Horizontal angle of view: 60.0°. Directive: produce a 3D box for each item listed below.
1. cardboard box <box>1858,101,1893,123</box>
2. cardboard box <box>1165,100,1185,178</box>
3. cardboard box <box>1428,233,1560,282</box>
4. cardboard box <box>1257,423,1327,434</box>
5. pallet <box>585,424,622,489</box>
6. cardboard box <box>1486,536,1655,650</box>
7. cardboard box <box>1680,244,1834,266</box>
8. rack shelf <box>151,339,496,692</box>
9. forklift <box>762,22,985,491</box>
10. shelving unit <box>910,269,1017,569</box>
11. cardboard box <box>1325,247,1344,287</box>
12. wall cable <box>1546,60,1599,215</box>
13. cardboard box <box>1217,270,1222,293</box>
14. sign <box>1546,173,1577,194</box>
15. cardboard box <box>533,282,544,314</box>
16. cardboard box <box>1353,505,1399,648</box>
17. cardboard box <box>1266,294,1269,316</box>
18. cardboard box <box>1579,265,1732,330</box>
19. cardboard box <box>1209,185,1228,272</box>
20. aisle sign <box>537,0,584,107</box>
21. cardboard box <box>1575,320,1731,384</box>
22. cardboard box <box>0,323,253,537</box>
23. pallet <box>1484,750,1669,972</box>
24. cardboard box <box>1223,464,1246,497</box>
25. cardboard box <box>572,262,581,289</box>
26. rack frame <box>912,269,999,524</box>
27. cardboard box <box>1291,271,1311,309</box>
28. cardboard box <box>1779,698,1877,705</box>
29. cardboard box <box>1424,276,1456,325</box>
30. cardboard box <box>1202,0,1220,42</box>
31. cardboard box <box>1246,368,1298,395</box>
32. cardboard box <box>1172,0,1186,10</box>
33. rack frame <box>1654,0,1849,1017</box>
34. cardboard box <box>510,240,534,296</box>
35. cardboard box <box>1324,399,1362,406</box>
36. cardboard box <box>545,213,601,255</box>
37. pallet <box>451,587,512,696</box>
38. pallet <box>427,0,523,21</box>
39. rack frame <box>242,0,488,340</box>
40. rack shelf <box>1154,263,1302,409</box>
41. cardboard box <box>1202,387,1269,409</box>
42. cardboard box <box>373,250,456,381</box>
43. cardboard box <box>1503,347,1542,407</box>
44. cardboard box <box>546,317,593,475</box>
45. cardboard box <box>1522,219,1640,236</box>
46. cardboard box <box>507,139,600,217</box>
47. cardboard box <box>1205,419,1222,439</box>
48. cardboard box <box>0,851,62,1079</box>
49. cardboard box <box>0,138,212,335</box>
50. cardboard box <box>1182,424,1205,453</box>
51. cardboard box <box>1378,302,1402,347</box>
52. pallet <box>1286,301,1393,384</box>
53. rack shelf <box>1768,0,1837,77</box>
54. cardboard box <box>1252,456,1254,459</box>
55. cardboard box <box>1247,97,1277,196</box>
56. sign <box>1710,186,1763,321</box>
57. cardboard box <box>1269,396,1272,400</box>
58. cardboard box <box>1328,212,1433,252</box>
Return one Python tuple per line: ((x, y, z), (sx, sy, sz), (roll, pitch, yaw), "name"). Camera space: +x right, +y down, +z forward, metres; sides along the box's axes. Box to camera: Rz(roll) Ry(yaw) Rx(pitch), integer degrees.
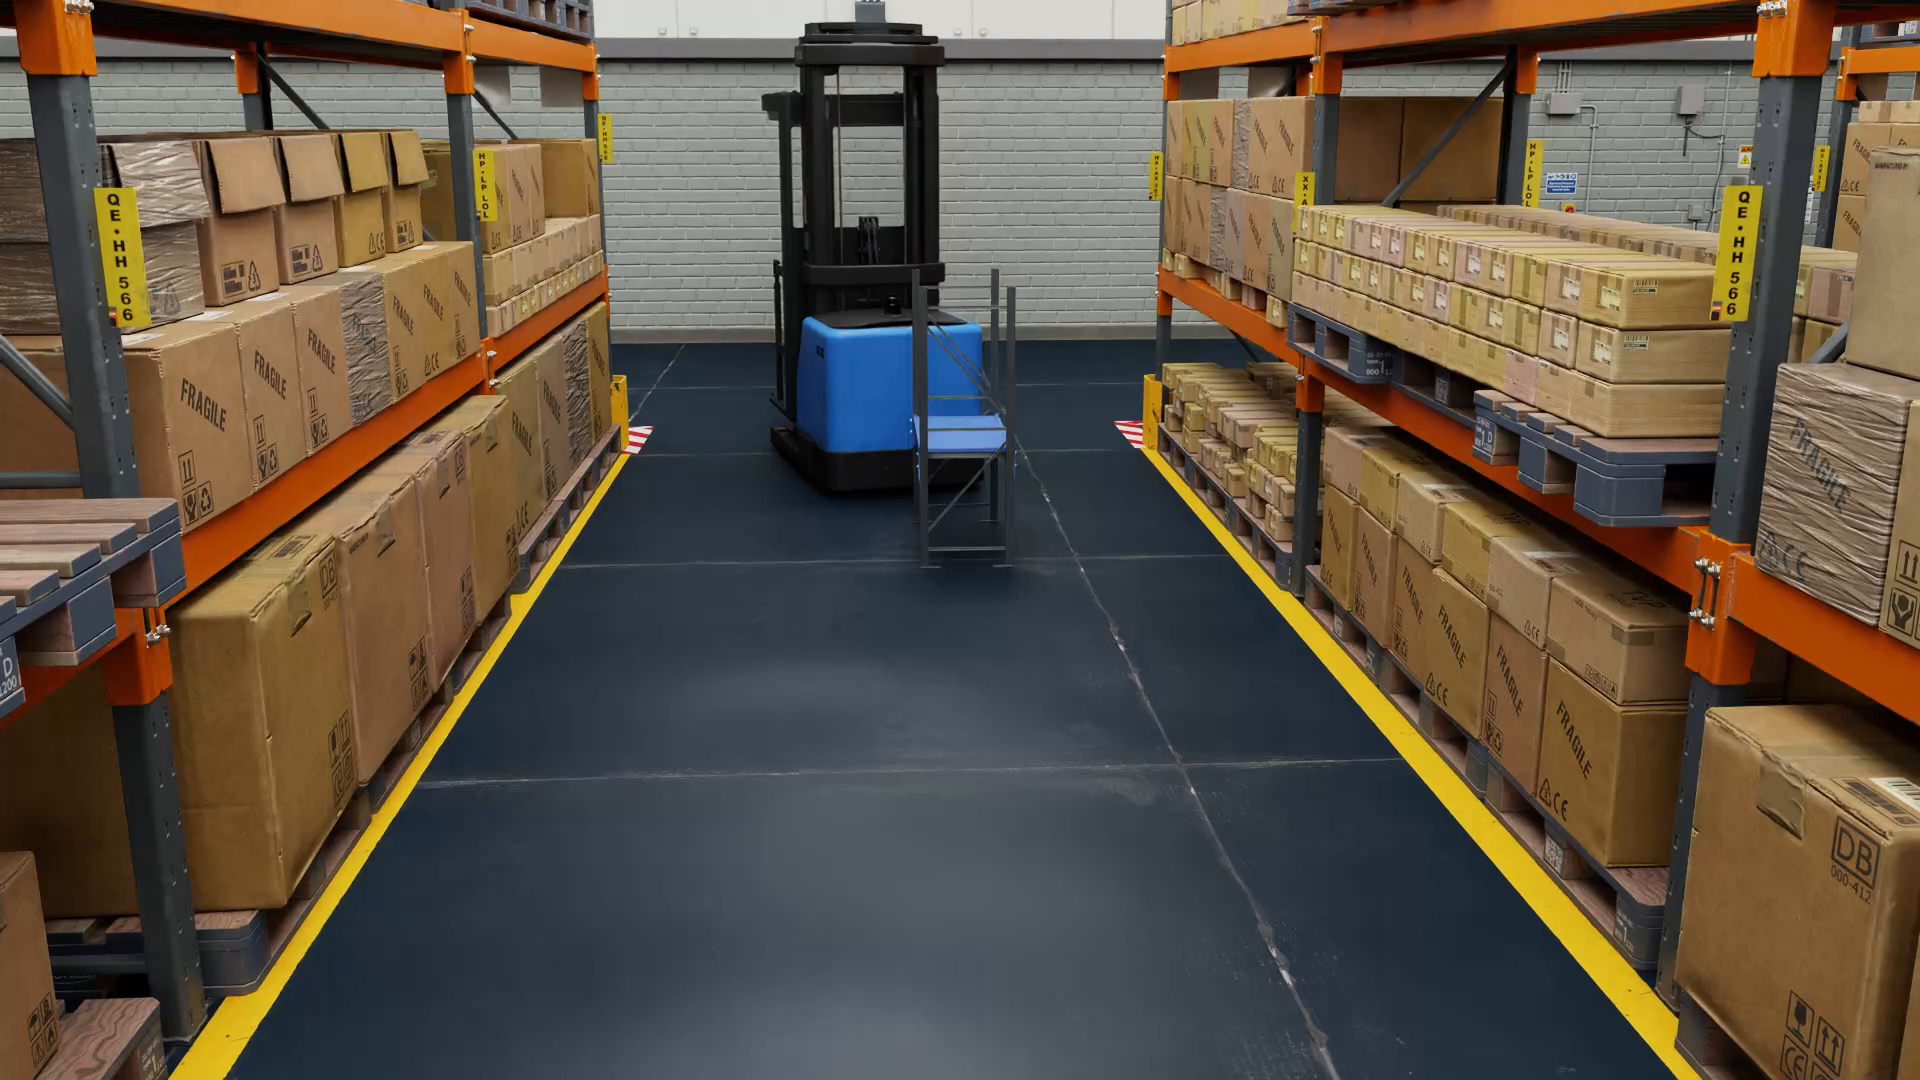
((6.618, -3.030, 11.773), (0.380, 0.149, 0.250), (-1, 14, -2), "cardboard box")
((1.701, -2.735, 11.332), (0.500, 0.500, 0.500), (-1, 14, -4), "cardboard box")
((1.867, -0.991, 5.824), (0.380, 0.149, 0.250), (0, 14, -1), "cardboard box")
((1.887, -0.565, 9.387), (0.380, 0.149, 0.250), (0, 14, -2), "cardboard box")
((-2.891, -0.574, 11.335), (1.003, 0.211, 1.213), (-1, 14, -3), "pallet")
((2.087, 0.168, 5.522), (0.500, 0.250, 0.500), (-1, 14, -3), "cardboard box")
((2.552, -0.866, 5.339), (0.380, 0.149, 0.250), (-1, 15, -6), "cardboard box")
((-2.647, -0.282, 6.046), (1.077, 0.370, 4.000), (-1, 14, -3), "rack shelf")
((-0.747, -2.052, 11.621), (1.130, 2.935, 3.031), (-4, 15, -16), "forklift")
((0.005, -0.705, 9.257), (0.538, 1.500, 1.048), (-1, 14, -3), "shelving unit")
((1.785, -1.171, 7.123), (0.380, 0.149, 0.250), (-1, 14, -2), "cardboard box")
((6.499, -4.185, 17.669), (0.585, 1.953, 0.123), (-1, 14, -3), "wall cable")
((1.778, -1.580, 10.150), (0.380, 0.149, 0.250), (0, 14, -1), "cardboard box")
((6.447, -3.823, 17.822), (0.327, 0.218, 0.001), (-1, 14, -3), "sign")
((-2.525, -1.345, 9.237), (0.380, 0.149, 0.250), (-1, 14, -4), "cardboard box")
((2.001, 0.147, 7.107), (0.500, 0.500, 0.500), (0, 14, -1), "cardboard box")
((1.853, -1.255, 8.887), (0.380, 0.149, 0.250), (0, 14, -1), "cardboard box")
((1.945, -0.669, 4.574), (0.380, 0.149, 0.250), (-1, 15, -6), "cardboard box")
((1.804, -1.869, 9.974), (0.500, 0.500, 0.500), (-1, 14, -5), "cardboard box")
((-2.724, -3.404, 11.520), (0.394, 0.787, 0.004), (-1, 14, -3), "aisle sign")
((1.948, -0.526, 4.615), (0.380, 0.149, 0.250), (-1, 14, -2), "cardboard box")
((-2.282, -0.306, 4.497), (0.500, 0.500, 0.500), (0, 14, -2), "cardboard box")
((2.386, 0.972, 5.326), (1.003, 0.211, 1.213), (-1, 14, -3), "pallet")
((1.757, -0.352, 9.752), (0.380, 0.149, 0.250), (-1, 14, -4), "cardboard box")
((-2.604, -1.663, 10.476), (0.380, 0.149, 0.250), (-1, 14, -5), "cardboard box")
((-0.026, -0.832, 9.748), (0.500, 1.500, 0.032), (-1, 14, -3), "rack frame")
((1.751, -1.156, 7.660), (0.380, 0.149, 0.250), (-2, 15, -6), "cardboard box")
((2.644, 0.643, 5.181), (0.500, 0.500, 0.500), (-2, 15, -6), "cardboard box")
((1.866, -0.847, 5.862), (0.380, 0.149, 0.250), (-1, 14, -2), "cardboard box")
((1.783, -3.179, 10.145), (0.500, 0.250, 0.500), (-1, 14, -5), "cardboard box")
((2.182, -1.094, 11.442), (0.380, 0.149, 0.250), (-1, 14, -2), "cardboard box")
((1.706, -3.680, 11.089), (0.500, 0.250, 0.500), (-1, 14, -3), "cardboard box")
((2.433, -0.184, 4.223), (1.000, 3.000, 0.127), (-1, 14, -3), "rack frame")
((-2.565, -1.444, 8.822), (0.500, 0.250, 0.500), (-1, 14, -4), "cardboard box")
((2.300, -0.768, 10.176), (0.380, 0.149, 0.250), (-1, 14, -3), "cardboard box")
((-2.724, -2.078, 11.285), (0.500, 0.250, 0.500), (-1, 14, -4), "cardboard box")
((-2.648, 0.413, 7.496), (1.003, 0.211, 1.213), (-1, 14, -3), "pallet")
((-2.811, -2.741, 8.318), (1.003, 0.211, 1.213), (-1, 14, -3), "pallet")
((-2.771, -1.128, 7.890), (1.000, 3.000, 0.127), (-1, 14, -3), "rack frame")
((2.062, -1.328, 10.112), (1.077, 0.370, 4.000), (-1, 14, -3), "rack shelf")
((1.762, -0.888, 10.644), (0.380, 0.149, 0.250), (0, 14, -1), "cardboard box")
((-2.446, -0.941, 6.963), (0.500, 0.500, 0.500), (0, 14, -2), "cardboard box")
((1.914, -0.507, 5.140), (0.380, 0.149, 0.250), (-1, 14, -2), "cardboard box")
((-2.843, -0.913, 10.475), (0.875, 0.875, 0.875), (-1, 14, -3), "cardboard box")
((2.465, -1.195, 6.617), (0.380, 0.149, 0.250), (-1, 14, -5), "cardboard box")
((-2.727, -2.440, 11.189), (0.500, 0.500, 0.500), (-1, 14, -3), "cardboard box")
((1.797, -0.748, 10.695), (0.380, 0.149, 0.250), (-2, 15, -6), "cardboard box")
((-2.462, 1.031, 3.633), (0.700, 0.500, 0.500), (-2, 15, -6), "cardboard box")
((-2.553, -0.849, 4.593), (0.797, 0.503, 0.637), (0, 14, -2), "cardboard box")
((1.677, -0.671, 10.992), (0.380, 0.149, 0.250), (-1, 14, -3), "cardboard box")
((1.837, -0.831, 6.398), (0.380, 0.149, 0.250), (-1, 14, -4), "cardboard box")
((2.088, -0.894, 7.366), (1.003, 0.211, 1.213), (-1, 14, -3), "pallet")
((2.557, -0.791, 2.006), (1.077, 0.370, 4.000), (-1, 14, -3), "rack shelf")
((1.868, -0.417, 9.408), (0.380, 0.149, 0.250), (-1, 14, -3), "cardboard box")
((1.849, -2.097, 8.853), (0.500, 0.500, 0.500), (-1, 14, -5), "cardboard box")
((1.892, -0.696, 4.047), (0.100, 0.325, 0.005), (-1, 14, -3), "sign")
((2.289, -0.885, 11.227), (0.380, 0.149, 0.250), (-1, 15, -6), "cardboard box")
((1.787, -1.311, 7.069), (0.380, 0.149, 0.250), (-1, 14, -3), "cardboard box")
